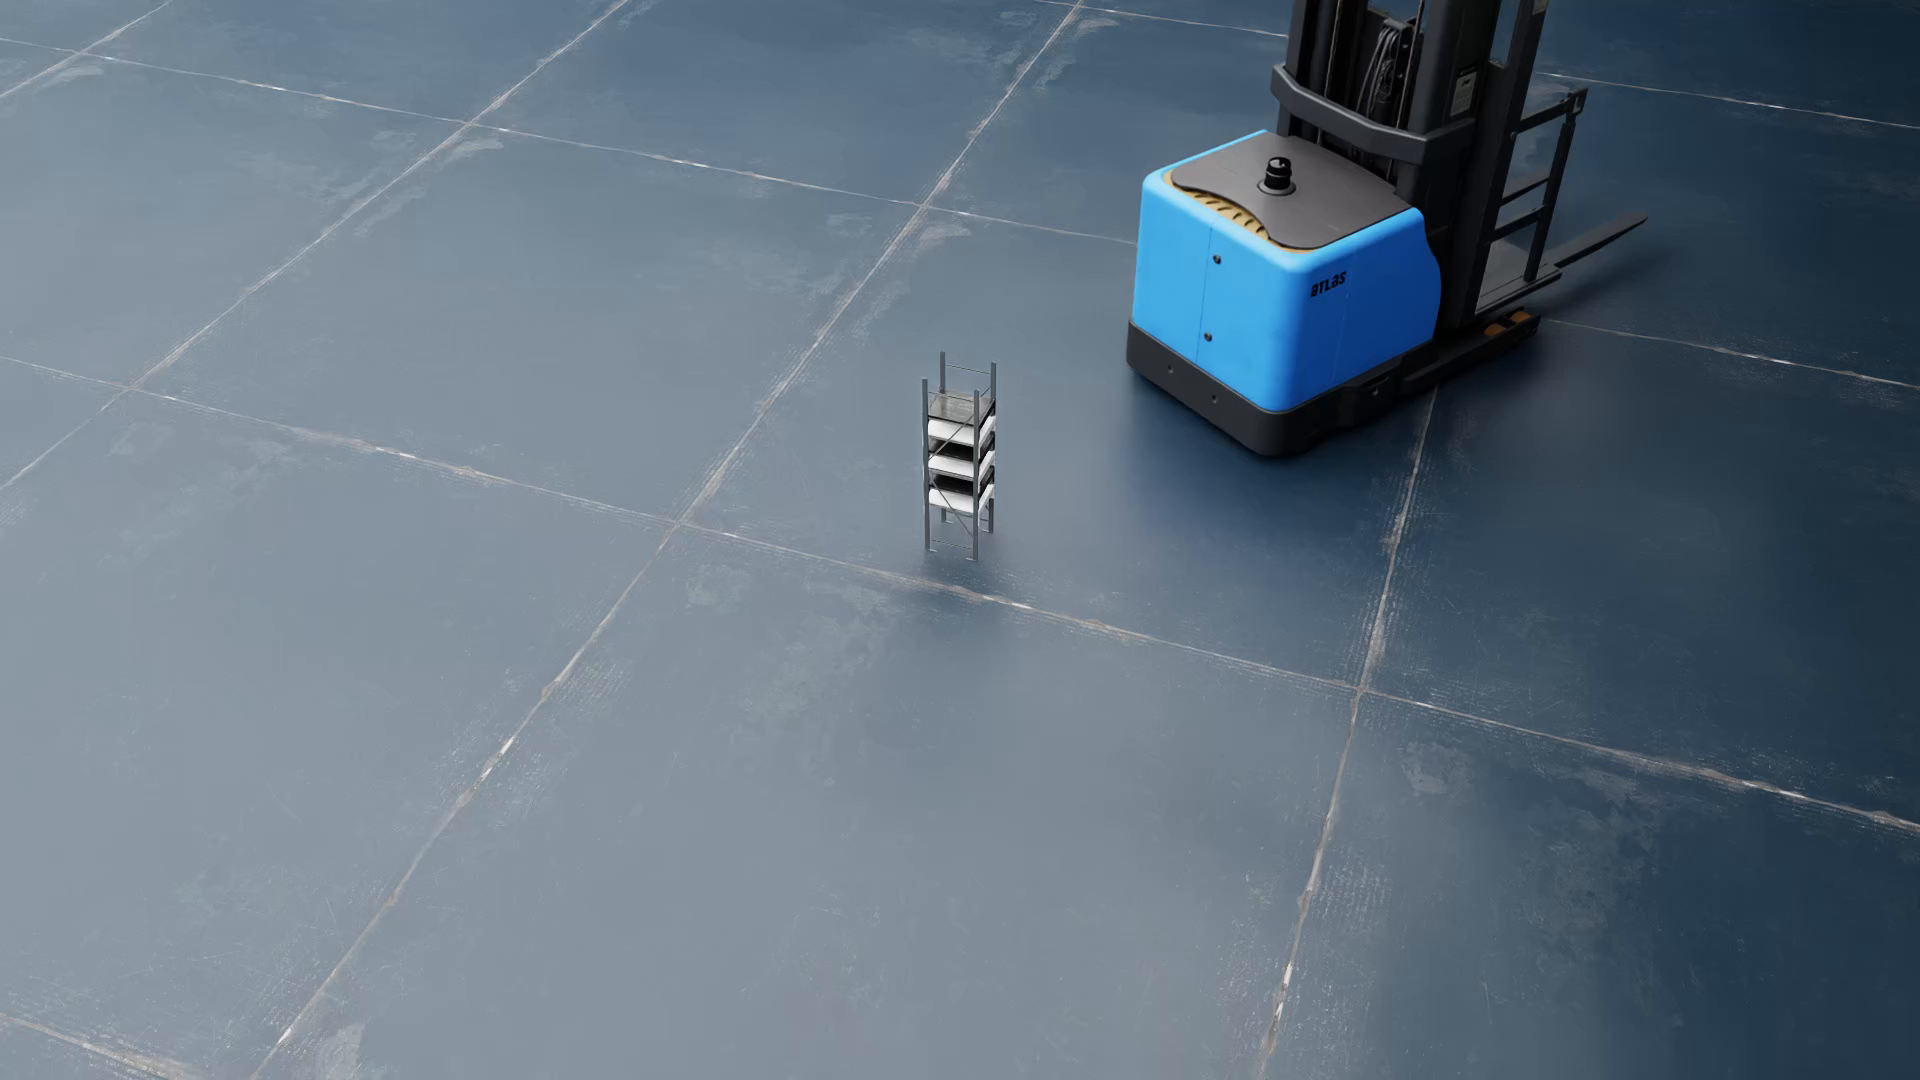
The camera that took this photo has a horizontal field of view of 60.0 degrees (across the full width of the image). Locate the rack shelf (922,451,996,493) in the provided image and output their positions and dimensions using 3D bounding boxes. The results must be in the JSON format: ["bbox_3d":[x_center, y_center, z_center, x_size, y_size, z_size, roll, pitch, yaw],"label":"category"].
[{"bbox_3d":[-0.003,-0.312,6.974,0.258,0.077,0.200,13,42,15],"label":"rack shelf"}]

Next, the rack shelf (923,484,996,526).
[{"bbox_3d":[-0.003,-0.175,7.091,0.258,0.077,0.200,13,42,15],"label":"rack shelf"}]

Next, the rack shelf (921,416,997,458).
[{"bbox_3d":[-0.003,-0.449,6.857,0.258,0.077,0.200,13,42,15],"label":"rack shelf"}]

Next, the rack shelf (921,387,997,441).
[{"bbox_3d":[-0.003,-0.517,6.799,0.258,0.077,0.200,13,42,15],"label":"rack shelf"}]

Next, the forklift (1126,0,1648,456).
[{"bbox_3d":[2.299,-2.277,7.661,3.031,2.935,1.130,-26,47,-27],"label":"forklift"}]

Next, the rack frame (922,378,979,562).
[{"bbox_3d":[-0.038,-0.275,6.879,0.240,0.900,0.006,13,42,15],"label":"rack frame"}]

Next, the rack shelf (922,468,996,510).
[{"bbox_3d":[-0.003,-0.244,7.032,0.258,0.077,0.200,13,42,15],"label":"rack shelf"}]

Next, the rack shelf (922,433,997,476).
[{"bbox_3d":[-0.003,-0.381,6.915,0.258,0.077,0.200,13,42,15],"label":"rack shelf"}]

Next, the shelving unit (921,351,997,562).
[{"bbox_3d":[-0.003,-0.337,6.952,0.258,0.900,0.210,13,42,15],"label":"shelving unit"}]

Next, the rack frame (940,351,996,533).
[{"bbox_3d":[0.032,-0.399,7.025,0.240,0.900,0.006,13,42,15],"label":"rack frame"}]
